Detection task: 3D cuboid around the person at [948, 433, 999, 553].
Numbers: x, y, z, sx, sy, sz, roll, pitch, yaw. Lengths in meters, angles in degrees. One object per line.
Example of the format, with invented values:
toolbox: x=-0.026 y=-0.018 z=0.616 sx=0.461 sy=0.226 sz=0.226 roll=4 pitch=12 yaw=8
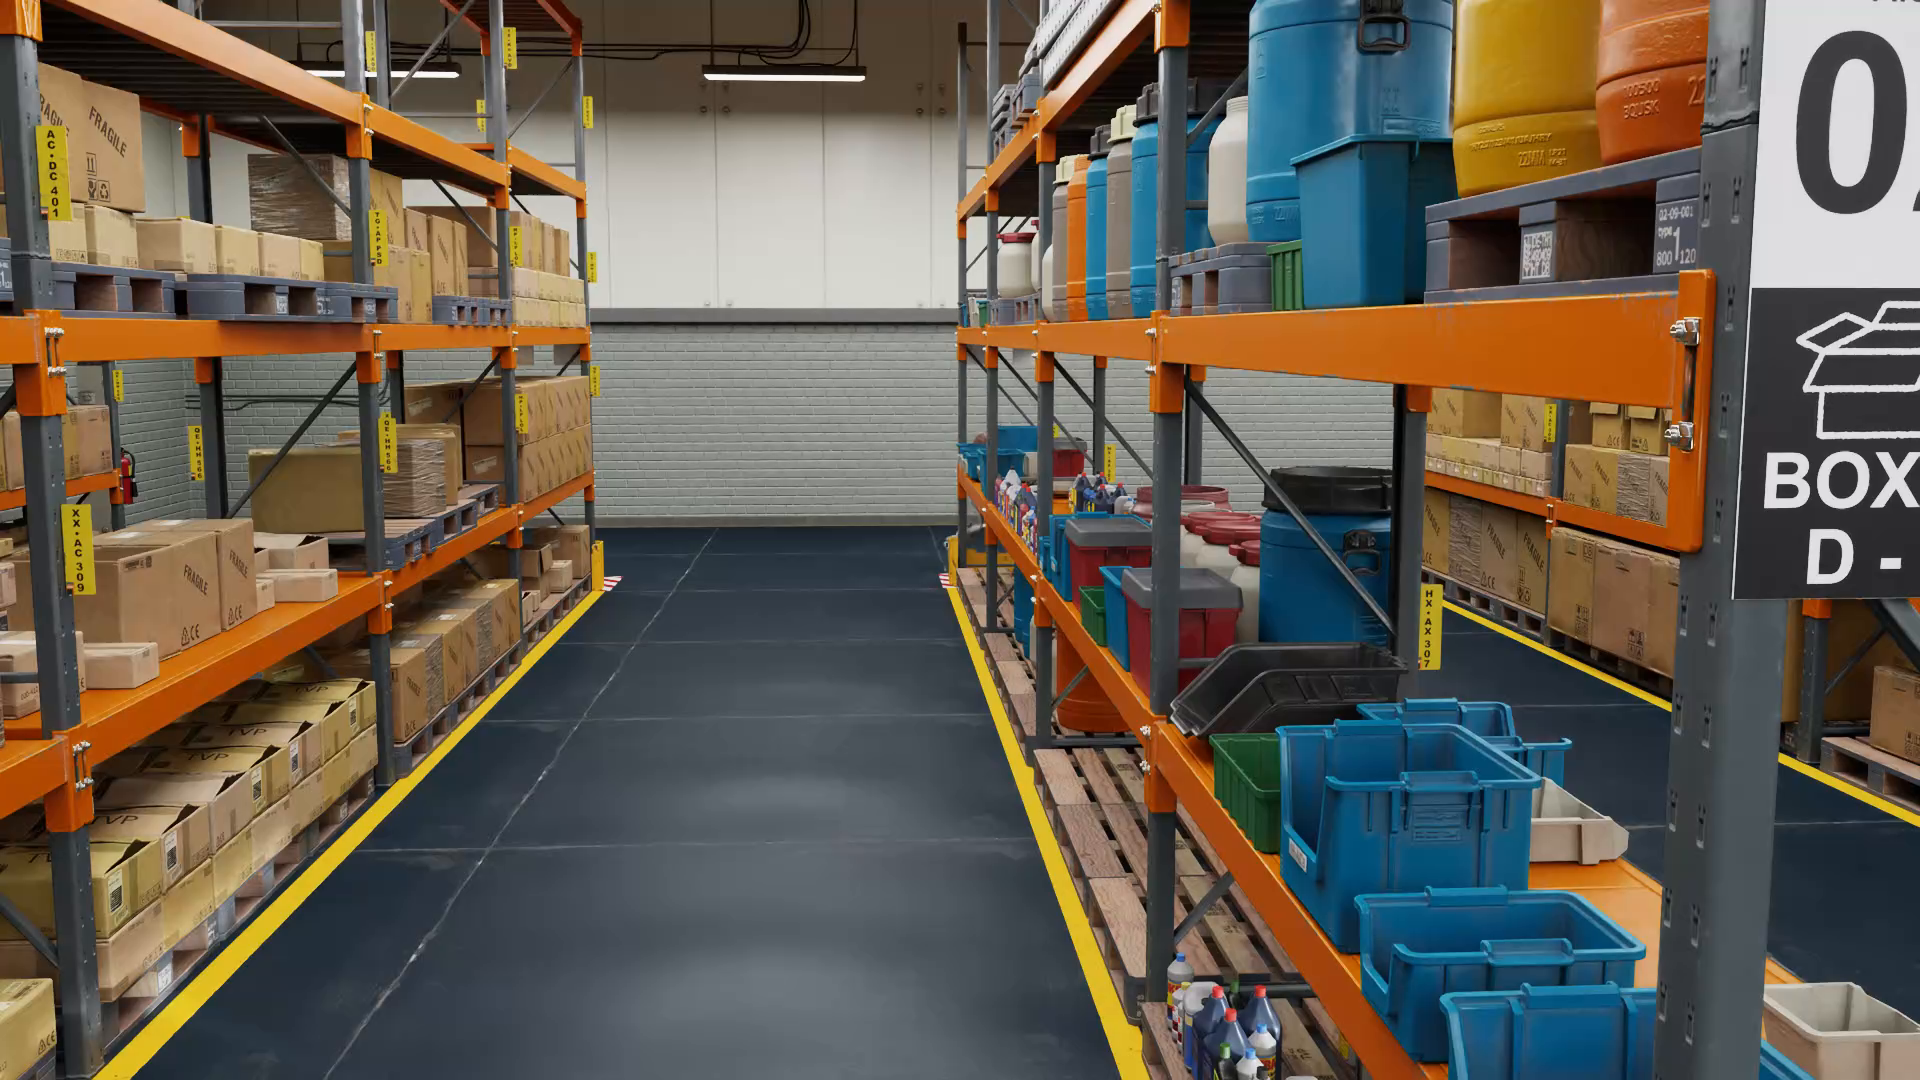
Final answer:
person: x=0.239 y=-0.473 z=19.485 sx=0.747 sy=1.569 sz=0.447 roll=-2 pitch=7 yaw=-12
